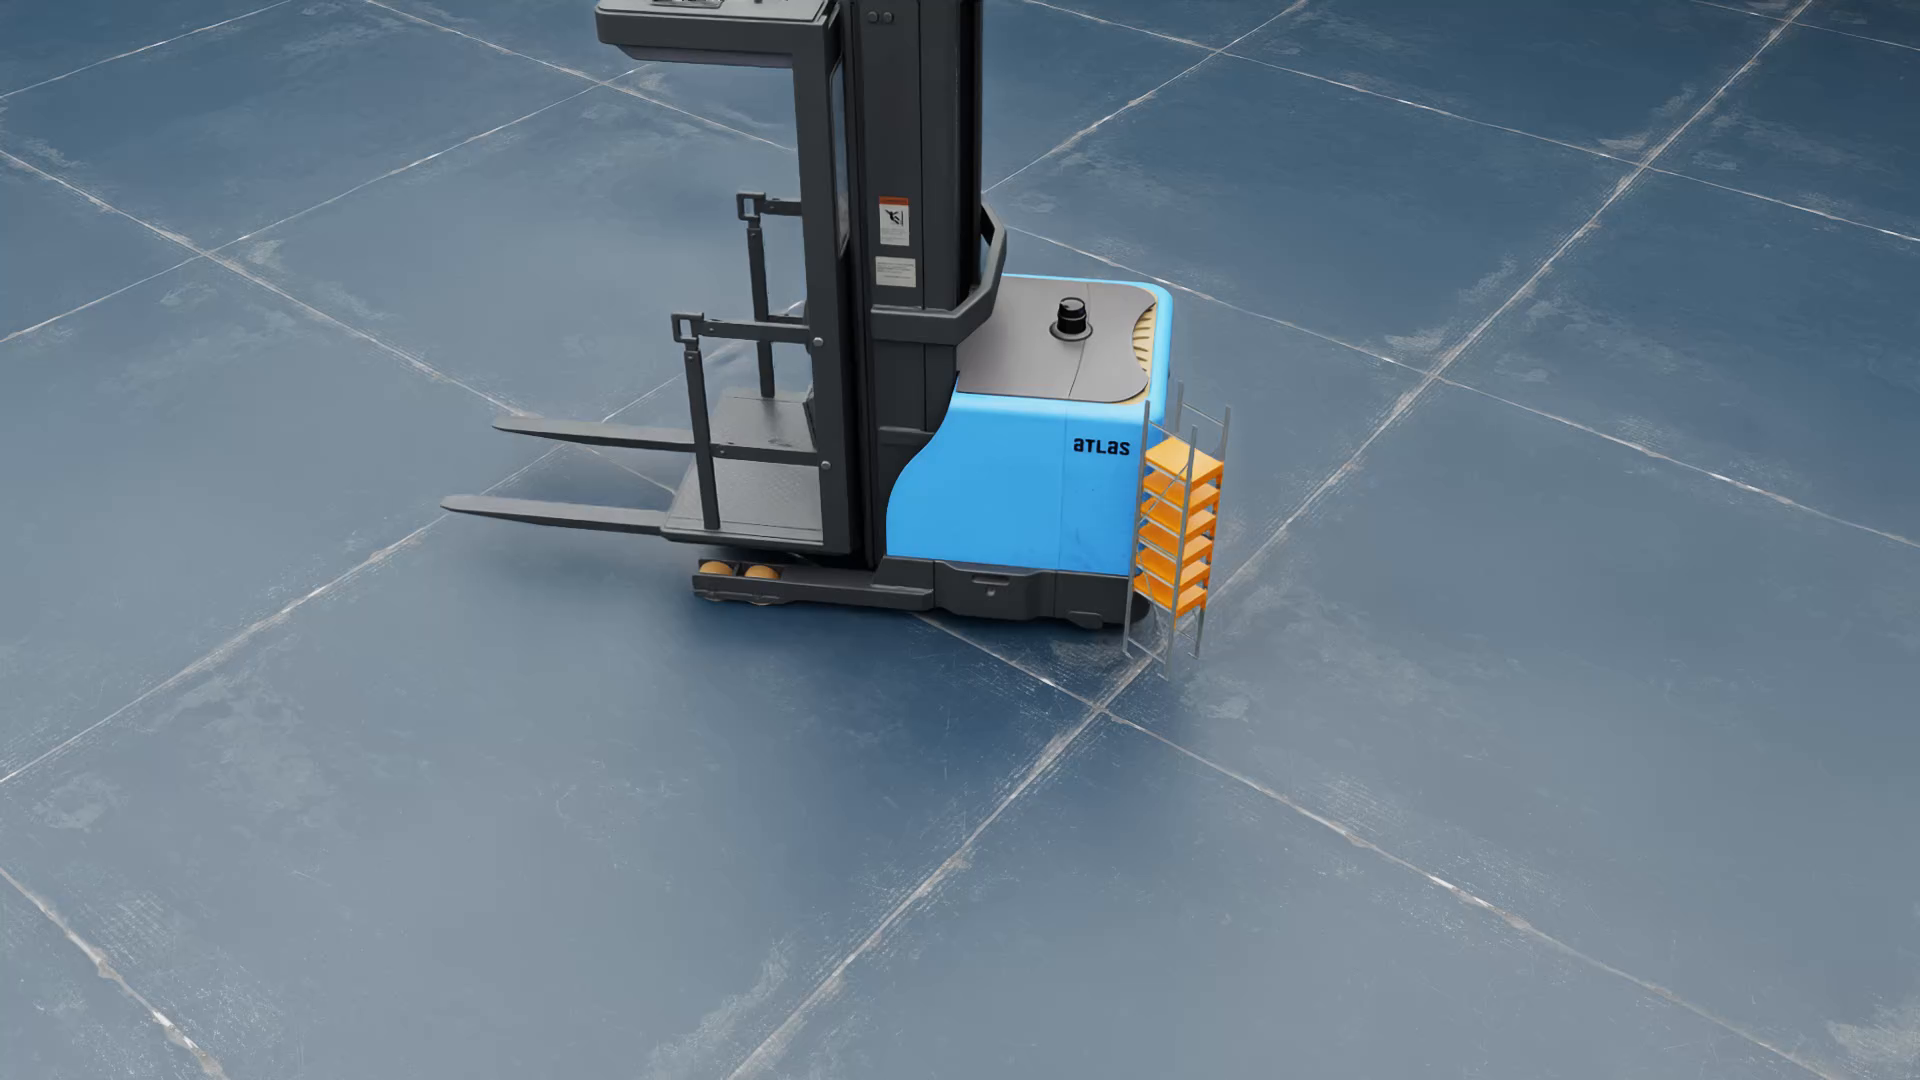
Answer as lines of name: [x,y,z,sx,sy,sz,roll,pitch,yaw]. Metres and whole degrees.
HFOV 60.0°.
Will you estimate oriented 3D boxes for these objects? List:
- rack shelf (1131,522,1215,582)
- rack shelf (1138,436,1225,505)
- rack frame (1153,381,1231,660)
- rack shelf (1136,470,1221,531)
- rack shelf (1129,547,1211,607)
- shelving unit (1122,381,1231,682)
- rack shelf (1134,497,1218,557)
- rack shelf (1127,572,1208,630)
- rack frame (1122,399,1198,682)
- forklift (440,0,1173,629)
rack shelf: [0.807,0.024,6.316,0.180,0.103,0.258,-29,47,-33]
rack shelf: [0.810,-0.261,6.096,0.180,0.103,0.258,-29,47,-33]
rack frame: [0.875,-0.049,6.339,0.006,1.200,0.240,-29,47,-33]
rack shelf: [0.809,-0.166,6.170,0.180,0.103,0.258,-29,47,-33]
rack shelf: [0.806,0.119,6.390,0.180,0.103,0.258,-29,47,-33]
shelving unit: [0.808,-0.011,6.289,0.189,1.200,0.258,-29,47,-33]
rack shelf: [0.808,-0.071,6.243,0.180,0.103,0.258,-29,47,-33]
rack shelf: [0.805,0.214,6.463,0.180,0.103,0.258,-29,47,-33]
rack frame: [0.741,0.026,6.239,0.006,1.200,0.240,-29,47,-33]
forklift: [-0.671,-1.199,6.404,3.031,2.935,1.130,5,38,6]
